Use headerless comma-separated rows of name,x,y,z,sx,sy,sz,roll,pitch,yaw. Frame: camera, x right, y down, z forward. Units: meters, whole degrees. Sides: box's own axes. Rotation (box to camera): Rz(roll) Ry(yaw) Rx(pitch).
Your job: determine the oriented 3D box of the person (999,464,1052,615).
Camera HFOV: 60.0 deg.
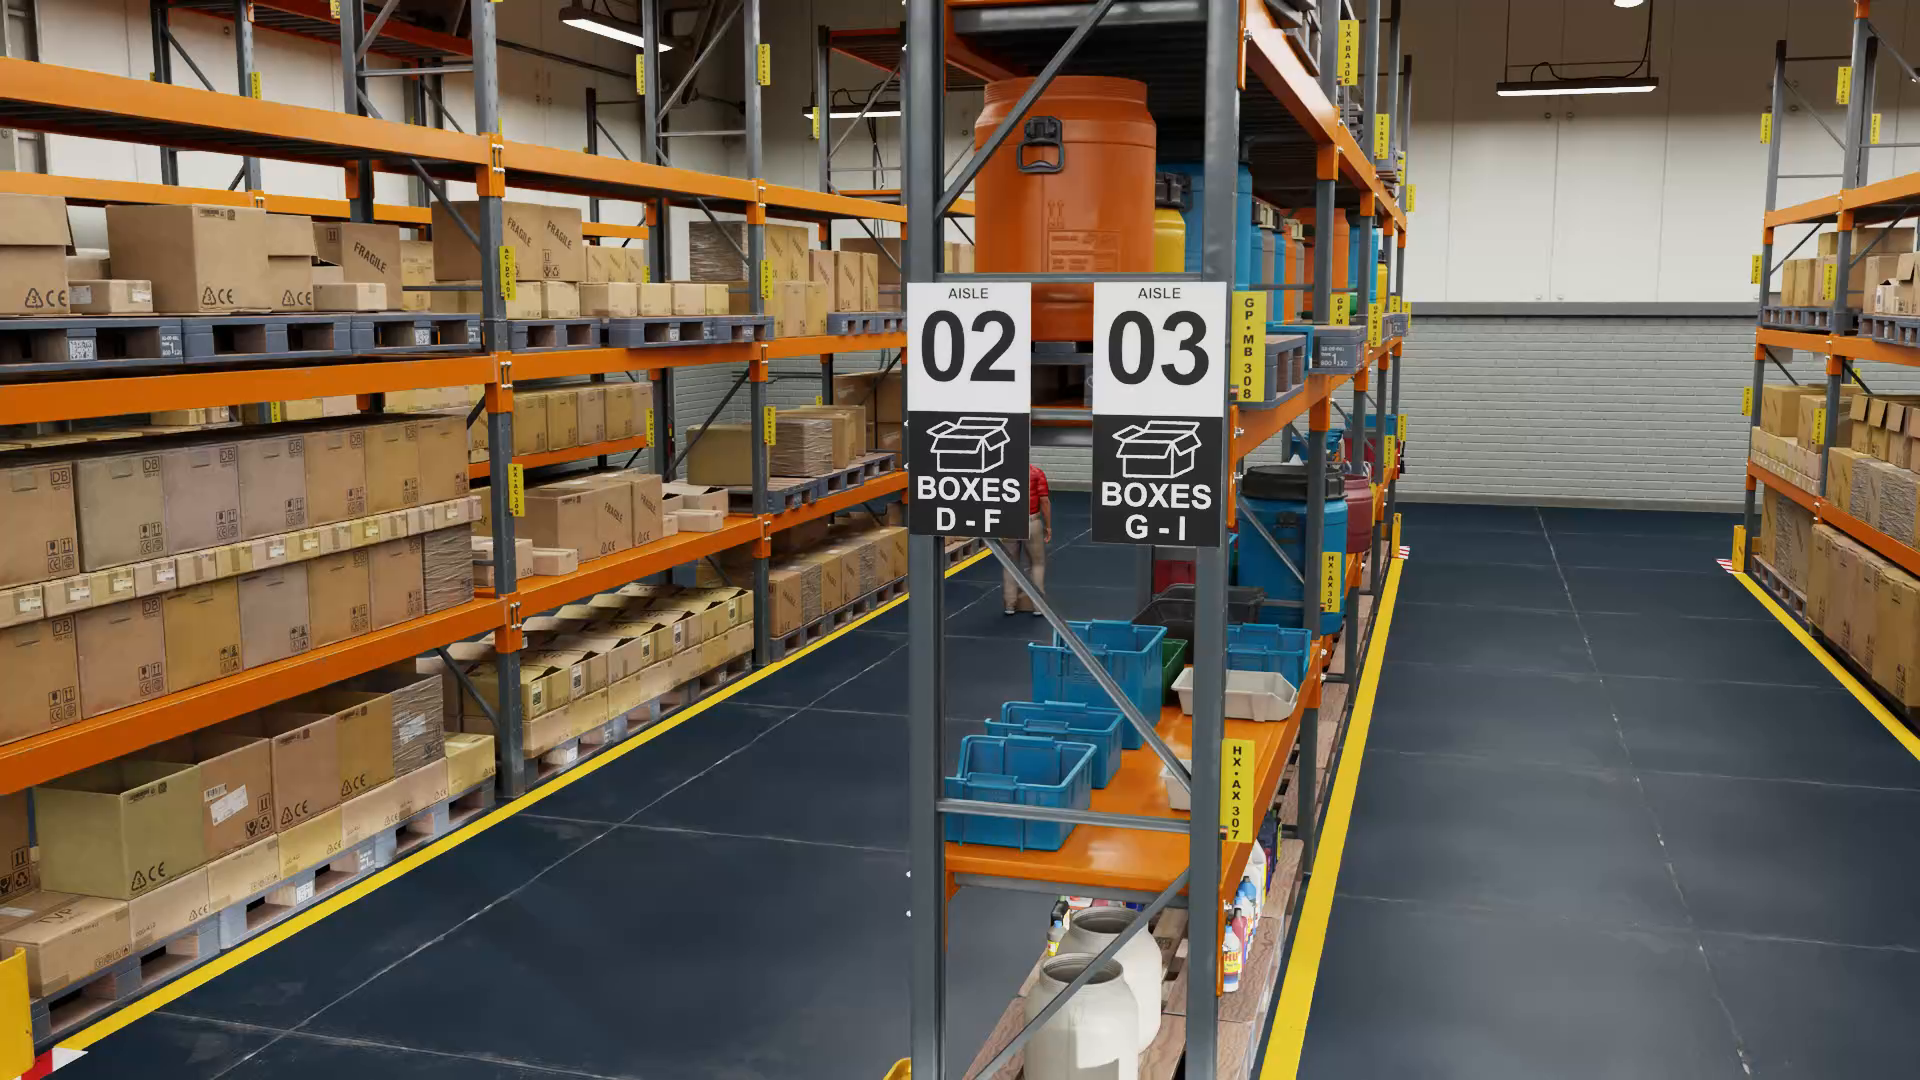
person,0.629,-0.115,16.671,0.605,1.726,0.394,2,8,13
